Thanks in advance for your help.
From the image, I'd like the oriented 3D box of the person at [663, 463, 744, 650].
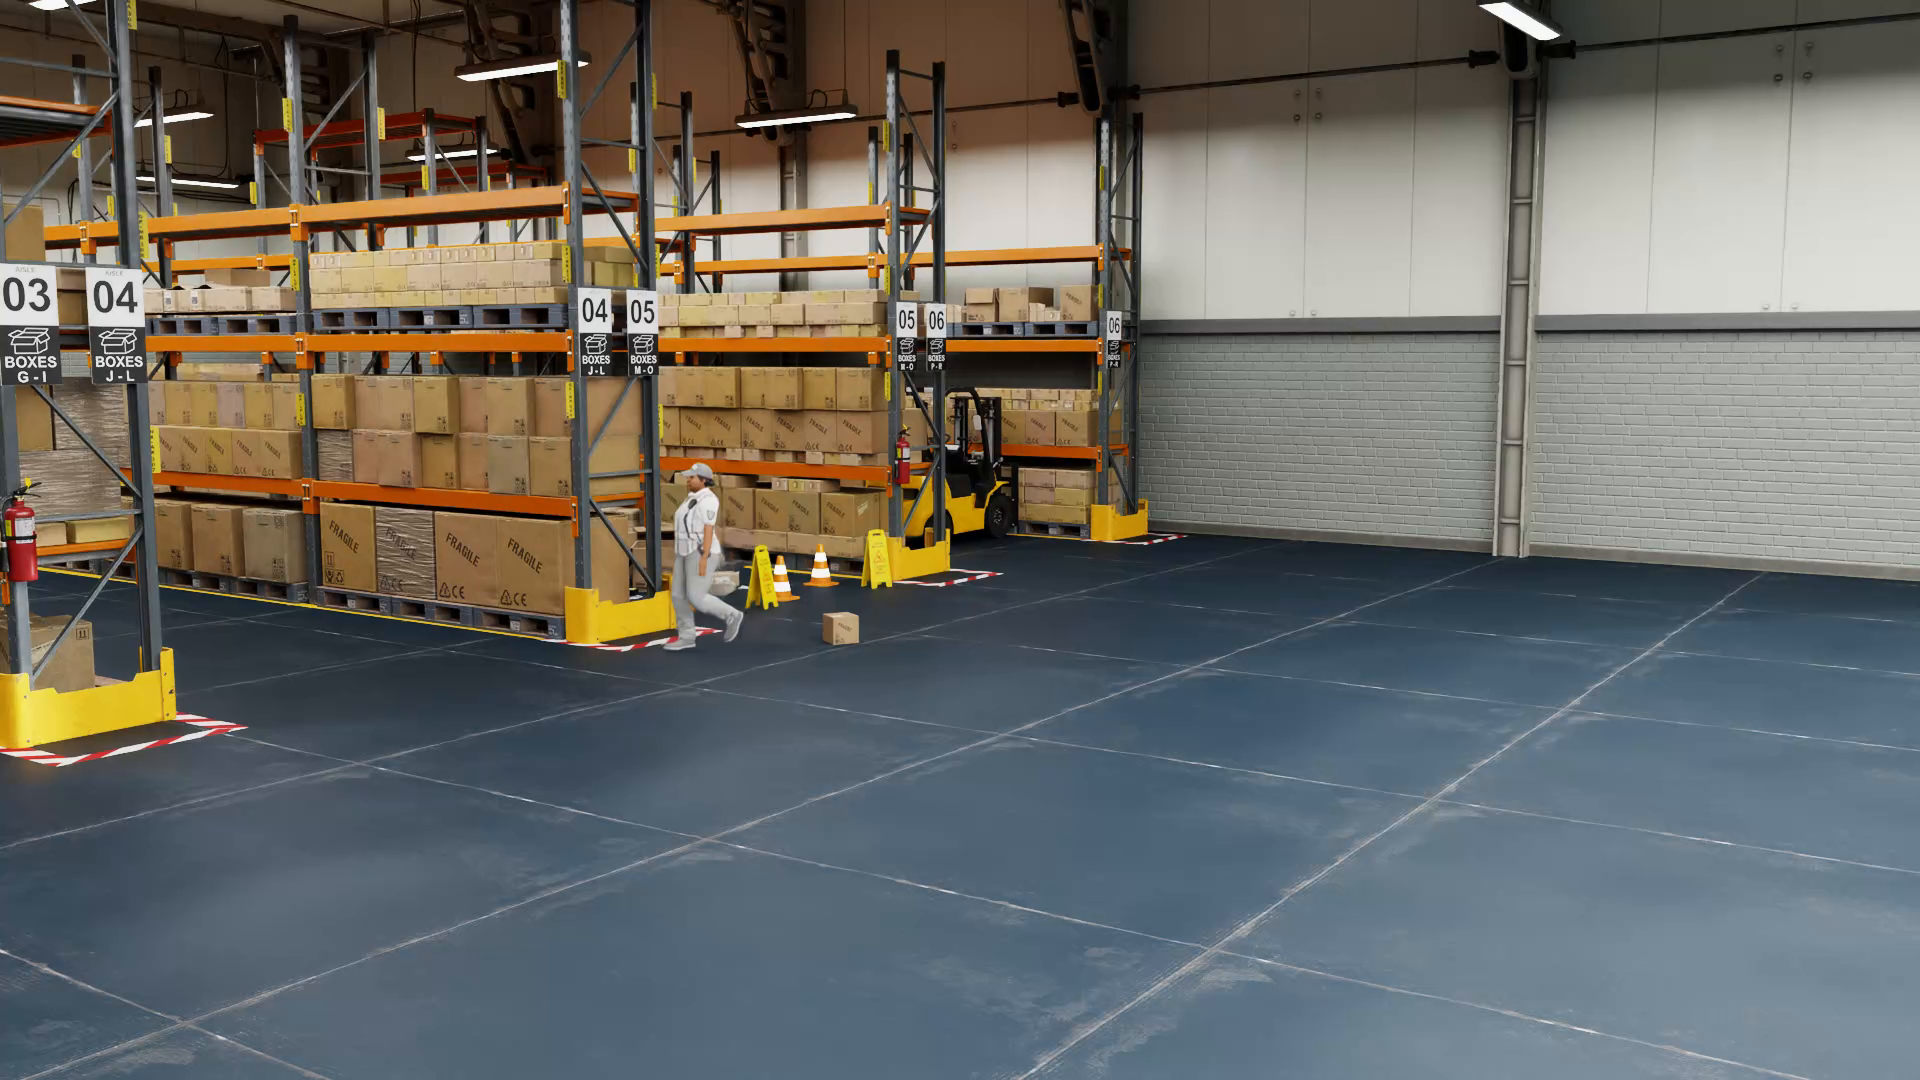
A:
[{"bbox_3d":[-2.278,0.140,14.621,0.674,1.641,0.472,-4,8,-34],"label":"person"}]
